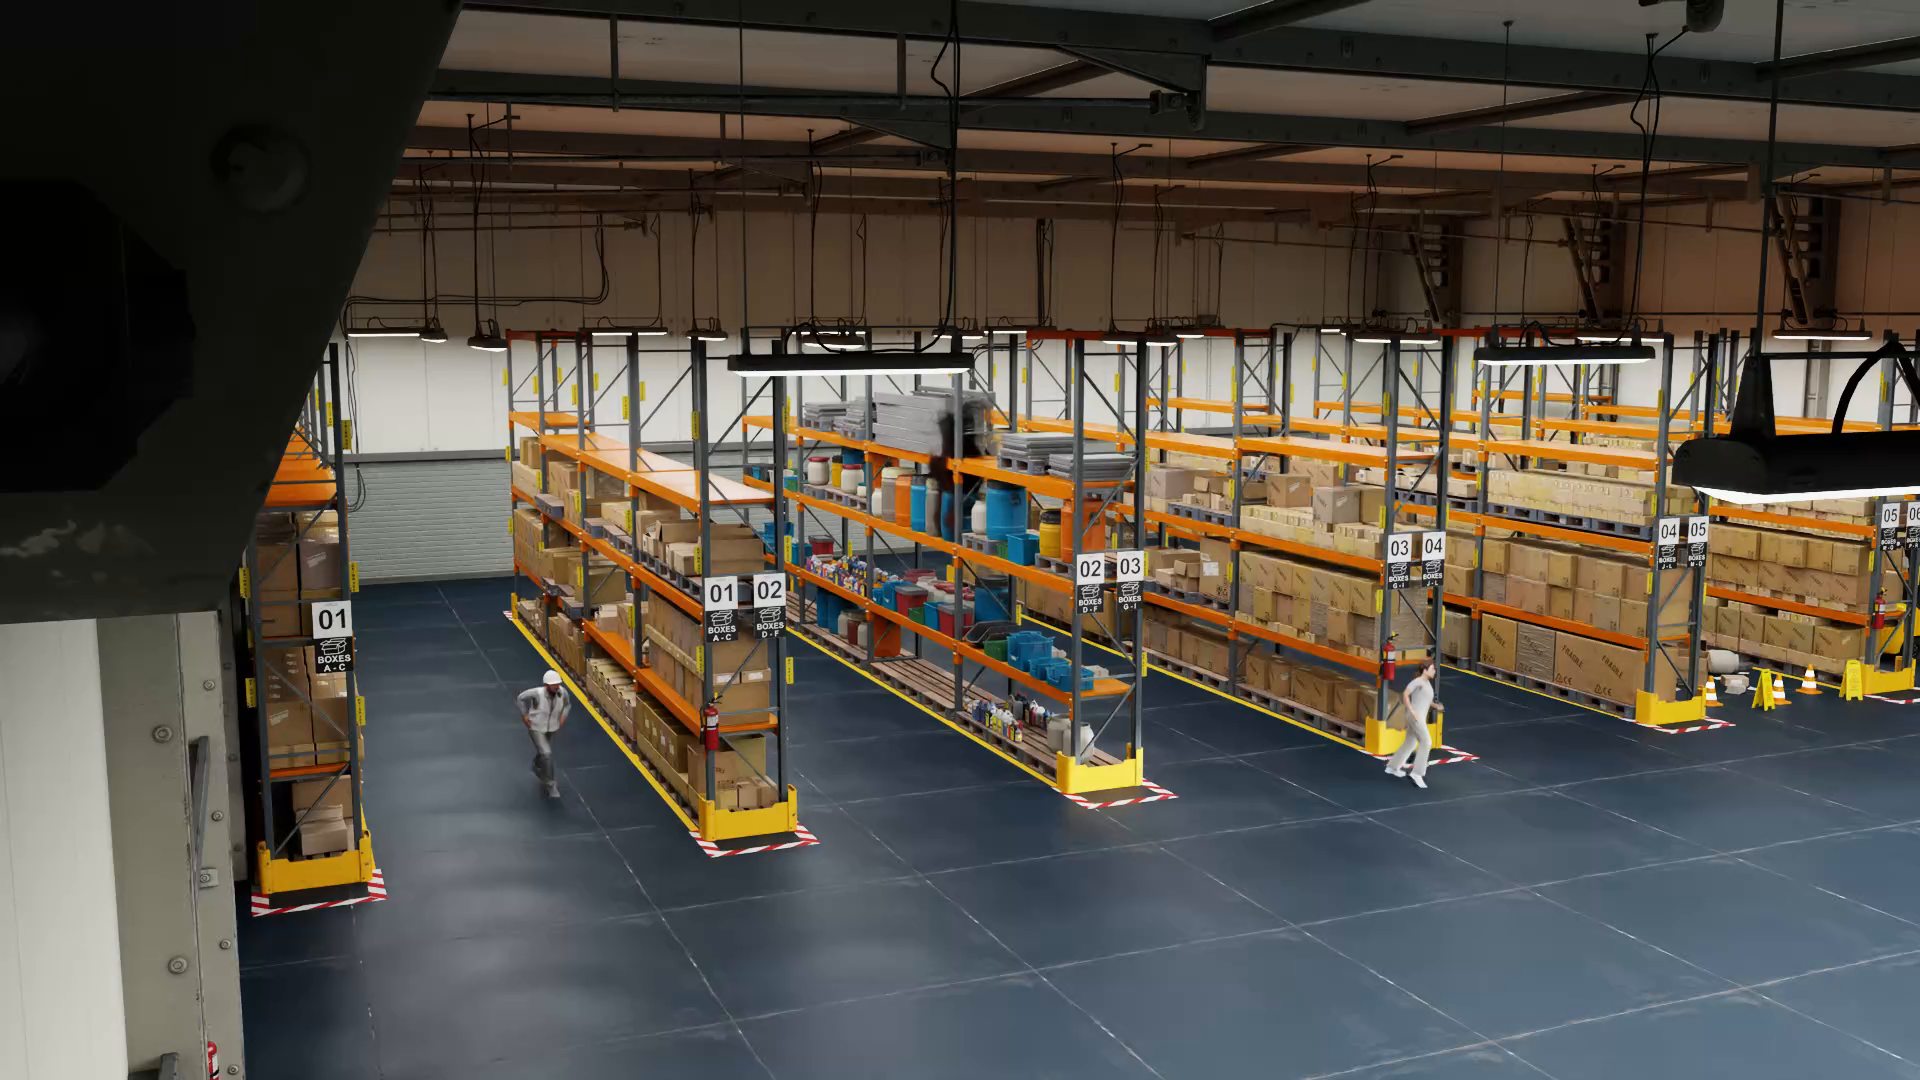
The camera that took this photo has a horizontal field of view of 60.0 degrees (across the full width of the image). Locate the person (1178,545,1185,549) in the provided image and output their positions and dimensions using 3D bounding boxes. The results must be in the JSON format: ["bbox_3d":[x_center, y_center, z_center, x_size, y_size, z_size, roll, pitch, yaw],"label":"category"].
[{"bbox_3d":[4.580,0.781,35.444,0.608,1.438,1.089,-1,8,-11],"label":"person"}]

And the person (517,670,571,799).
[{"bbox_3d":[-5.534,2.528,22.081,0.703,1.739,1.026,-5,9,-32],"label":"person"}]

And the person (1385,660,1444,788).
[{"bbox_3d":[6.201,2.473,22.649,0.723,1.674,0.722,4,9,28],"label":"person"}]

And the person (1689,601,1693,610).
[{"bbox_3d":[15.033,0.892,33.934,0.679,1.676,0.587,-5,9,-33],"label":"person"}]
